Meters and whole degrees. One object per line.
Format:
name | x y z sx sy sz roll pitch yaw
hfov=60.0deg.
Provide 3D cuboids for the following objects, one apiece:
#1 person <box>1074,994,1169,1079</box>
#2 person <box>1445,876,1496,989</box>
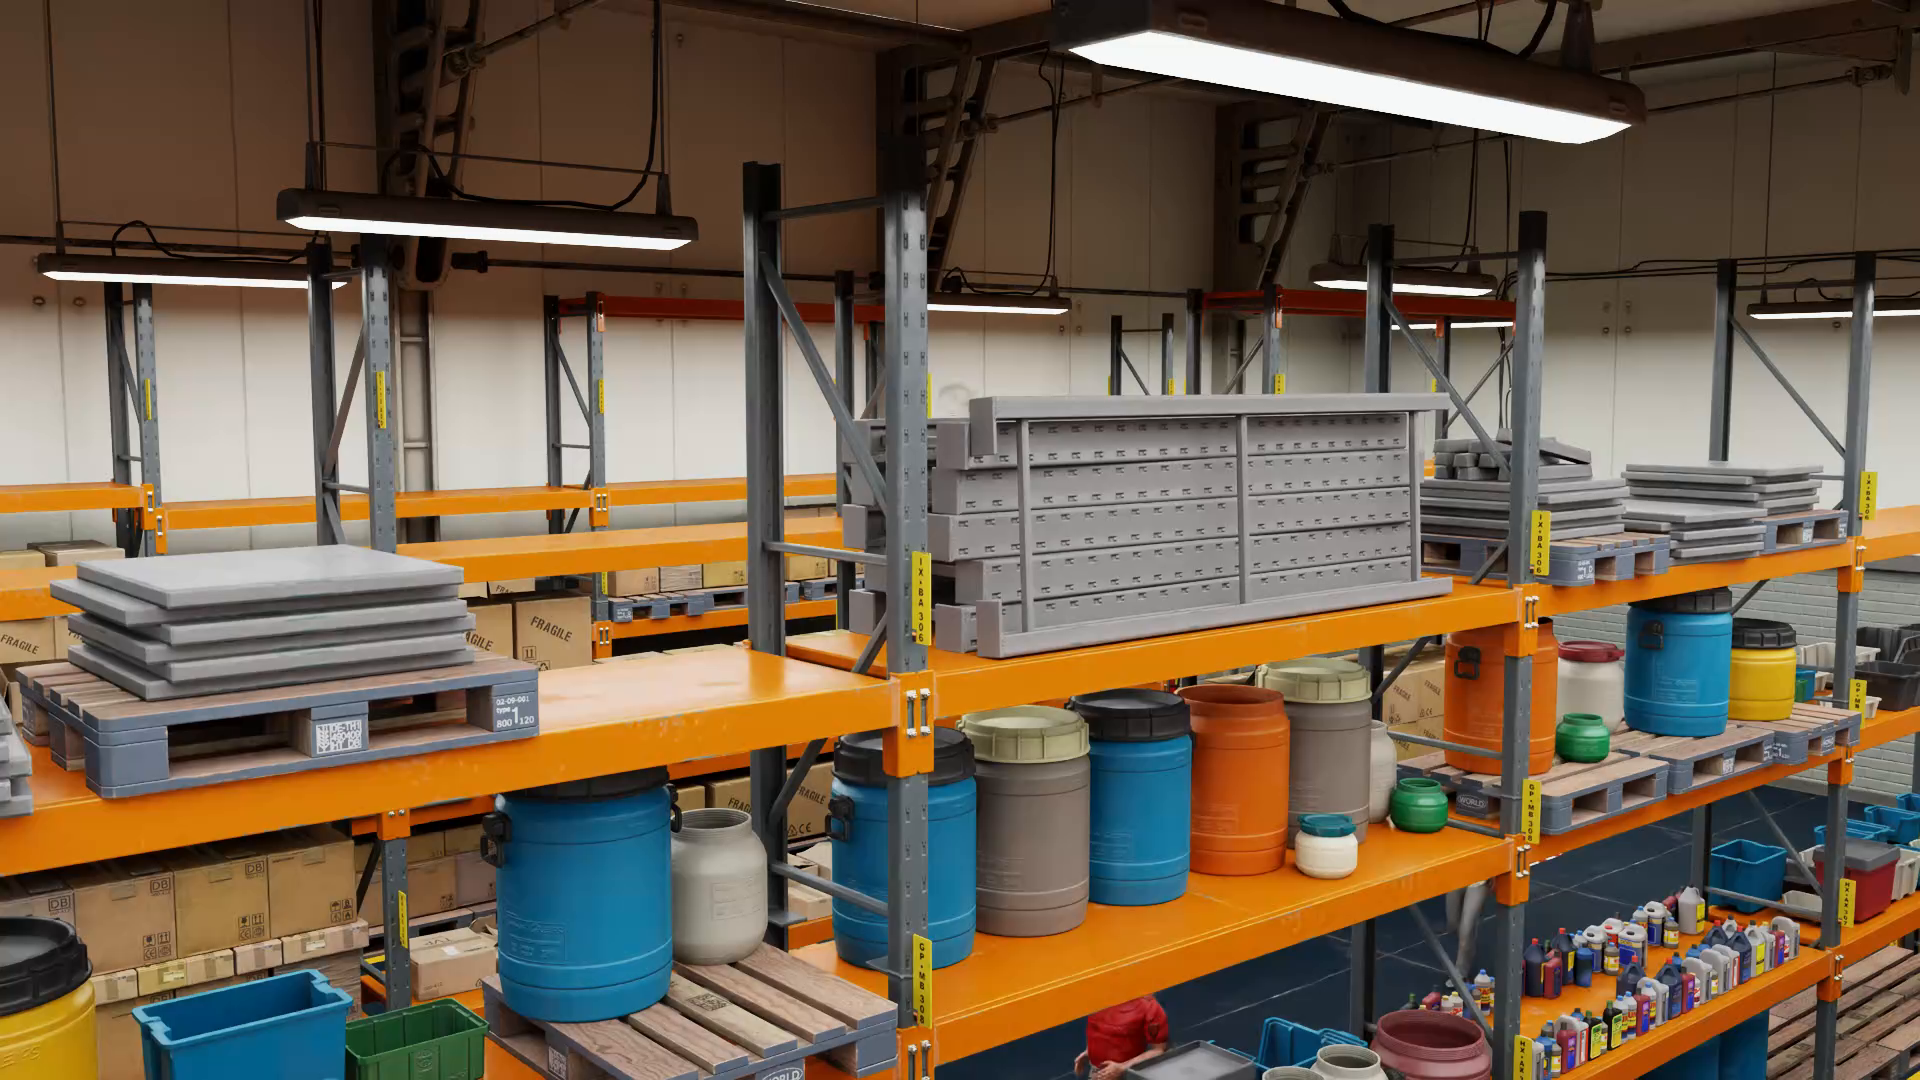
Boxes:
person | 0.954 3.345 10.240 0.665 1.685 0.593 5 8 44
person | 4.392 2.947 14.329 0.578 1.670 0.806 4 7 33
